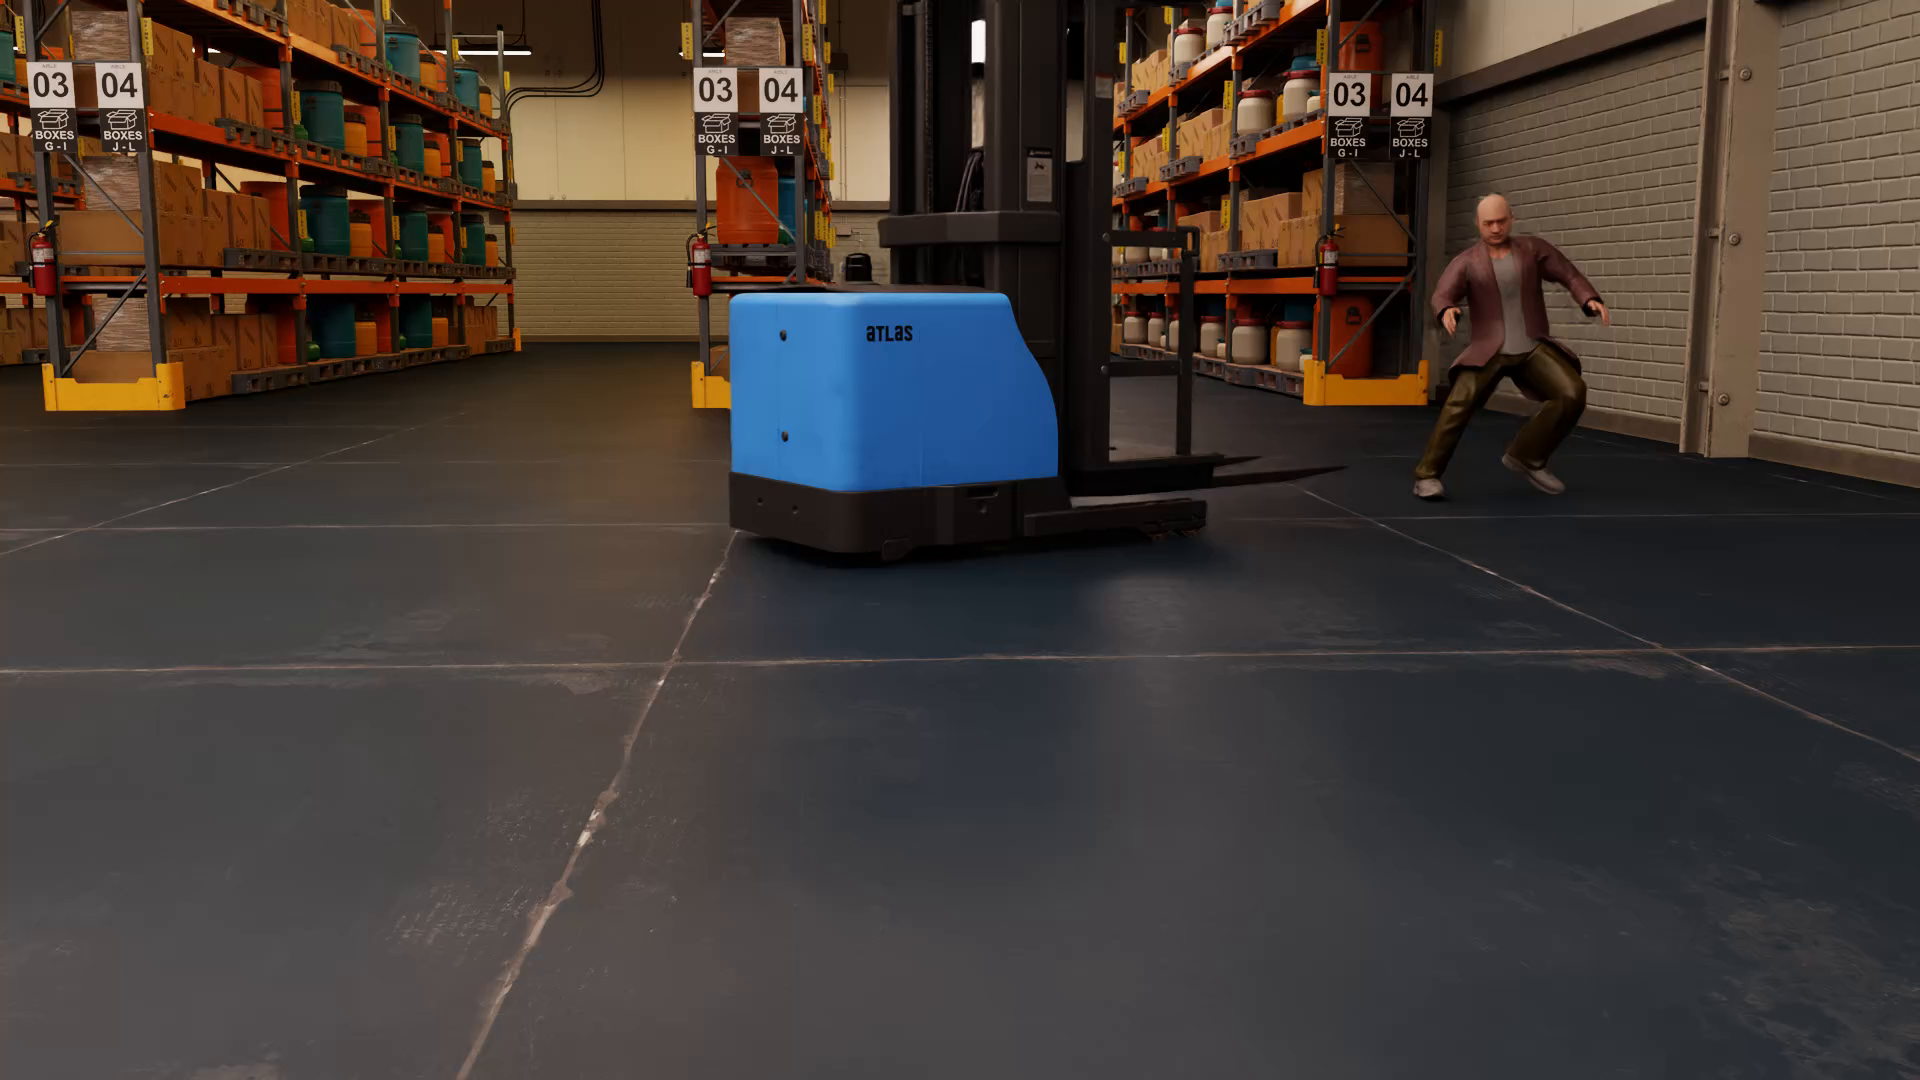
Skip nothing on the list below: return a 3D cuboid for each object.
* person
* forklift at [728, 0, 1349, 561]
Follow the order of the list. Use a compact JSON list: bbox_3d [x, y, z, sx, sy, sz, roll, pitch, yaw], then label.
[{"bbox_3d":[2.876,-1.009,8.694,0.922,1.584,0.763,1,9,9],"label":"person"},{"bbox_3d":[0.496,-1.509,7.496,3.031,2.935,1.130,-6,10,-34],"label":"forklift"}]
